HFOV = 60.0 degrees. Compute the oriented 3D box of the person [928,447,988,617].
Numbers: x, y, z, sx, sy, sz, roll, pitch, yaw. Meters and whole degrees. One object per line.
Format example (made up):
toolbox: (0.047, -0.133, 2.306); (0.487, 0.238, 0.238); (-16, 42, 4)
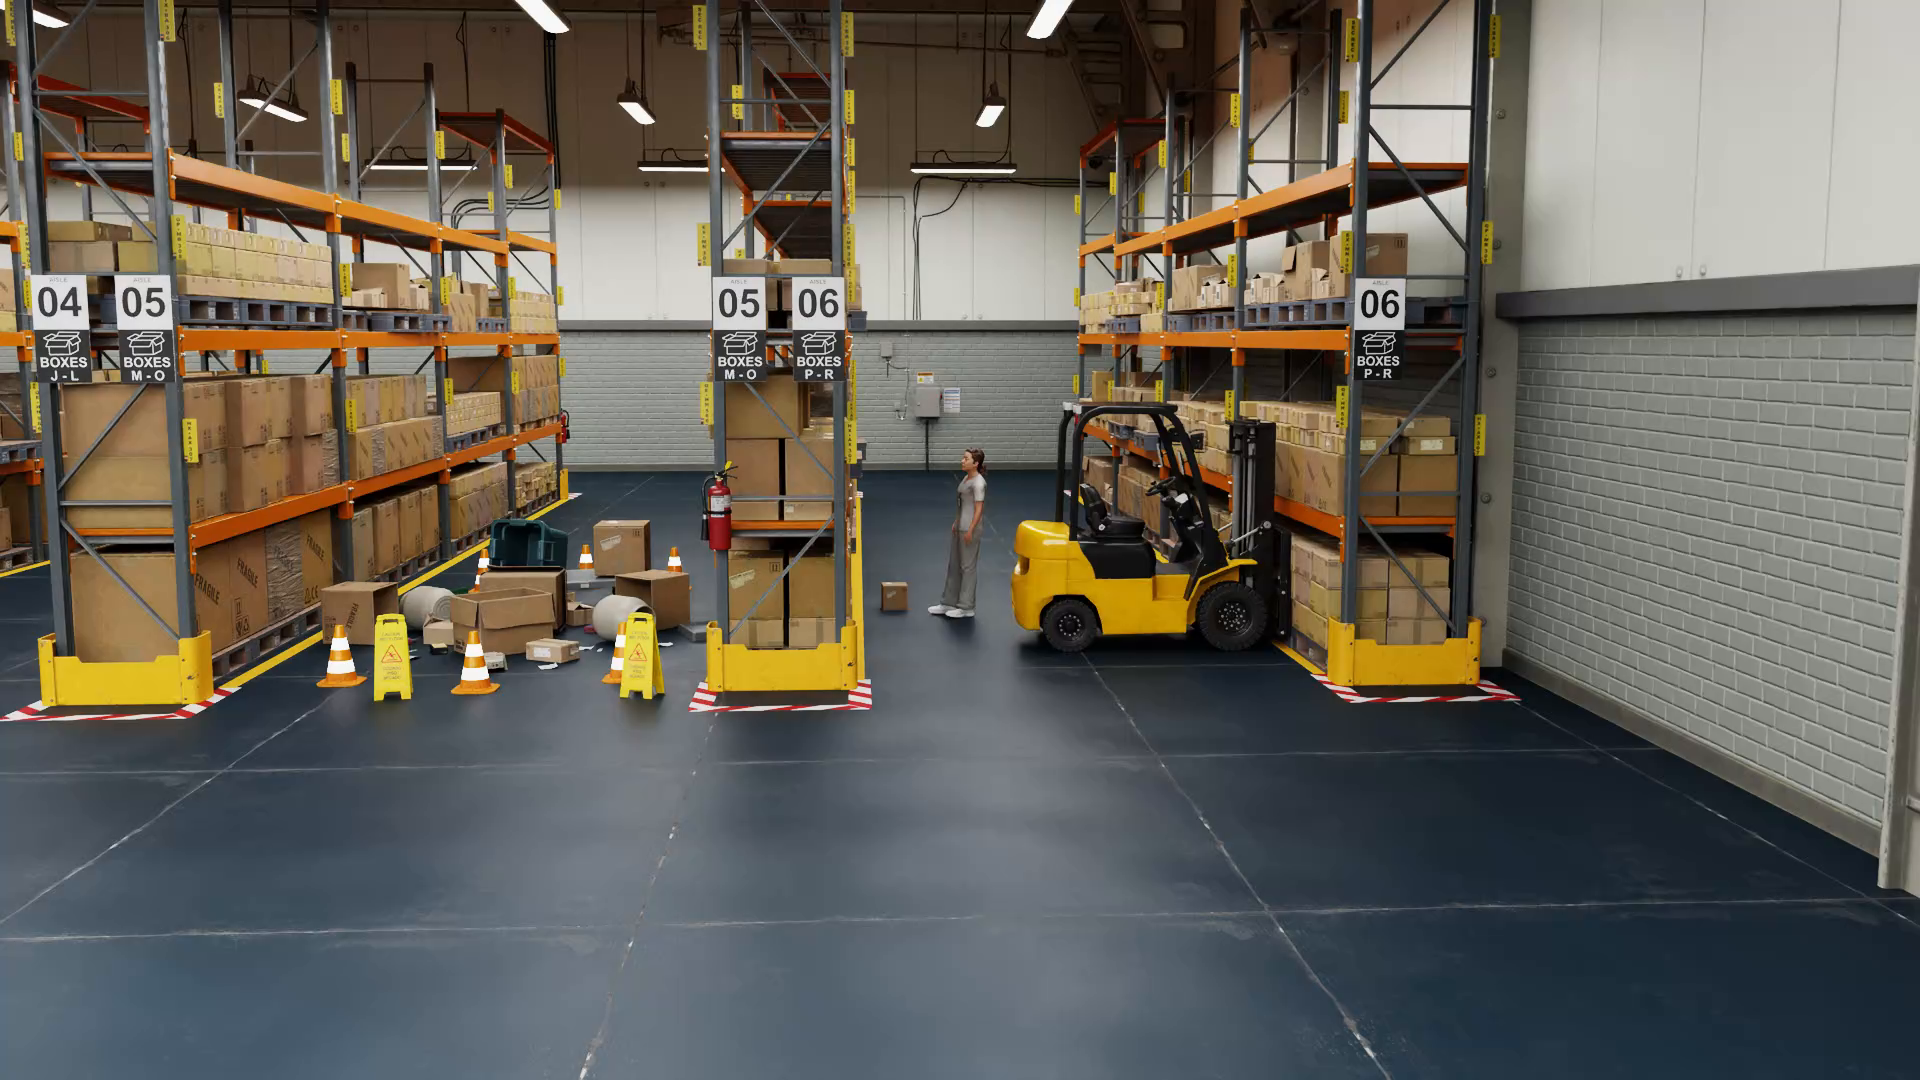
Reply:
person: (0.004, -0.078, 16.322); (0.548, 1.673, 0.549); (-2, 7, -15)
